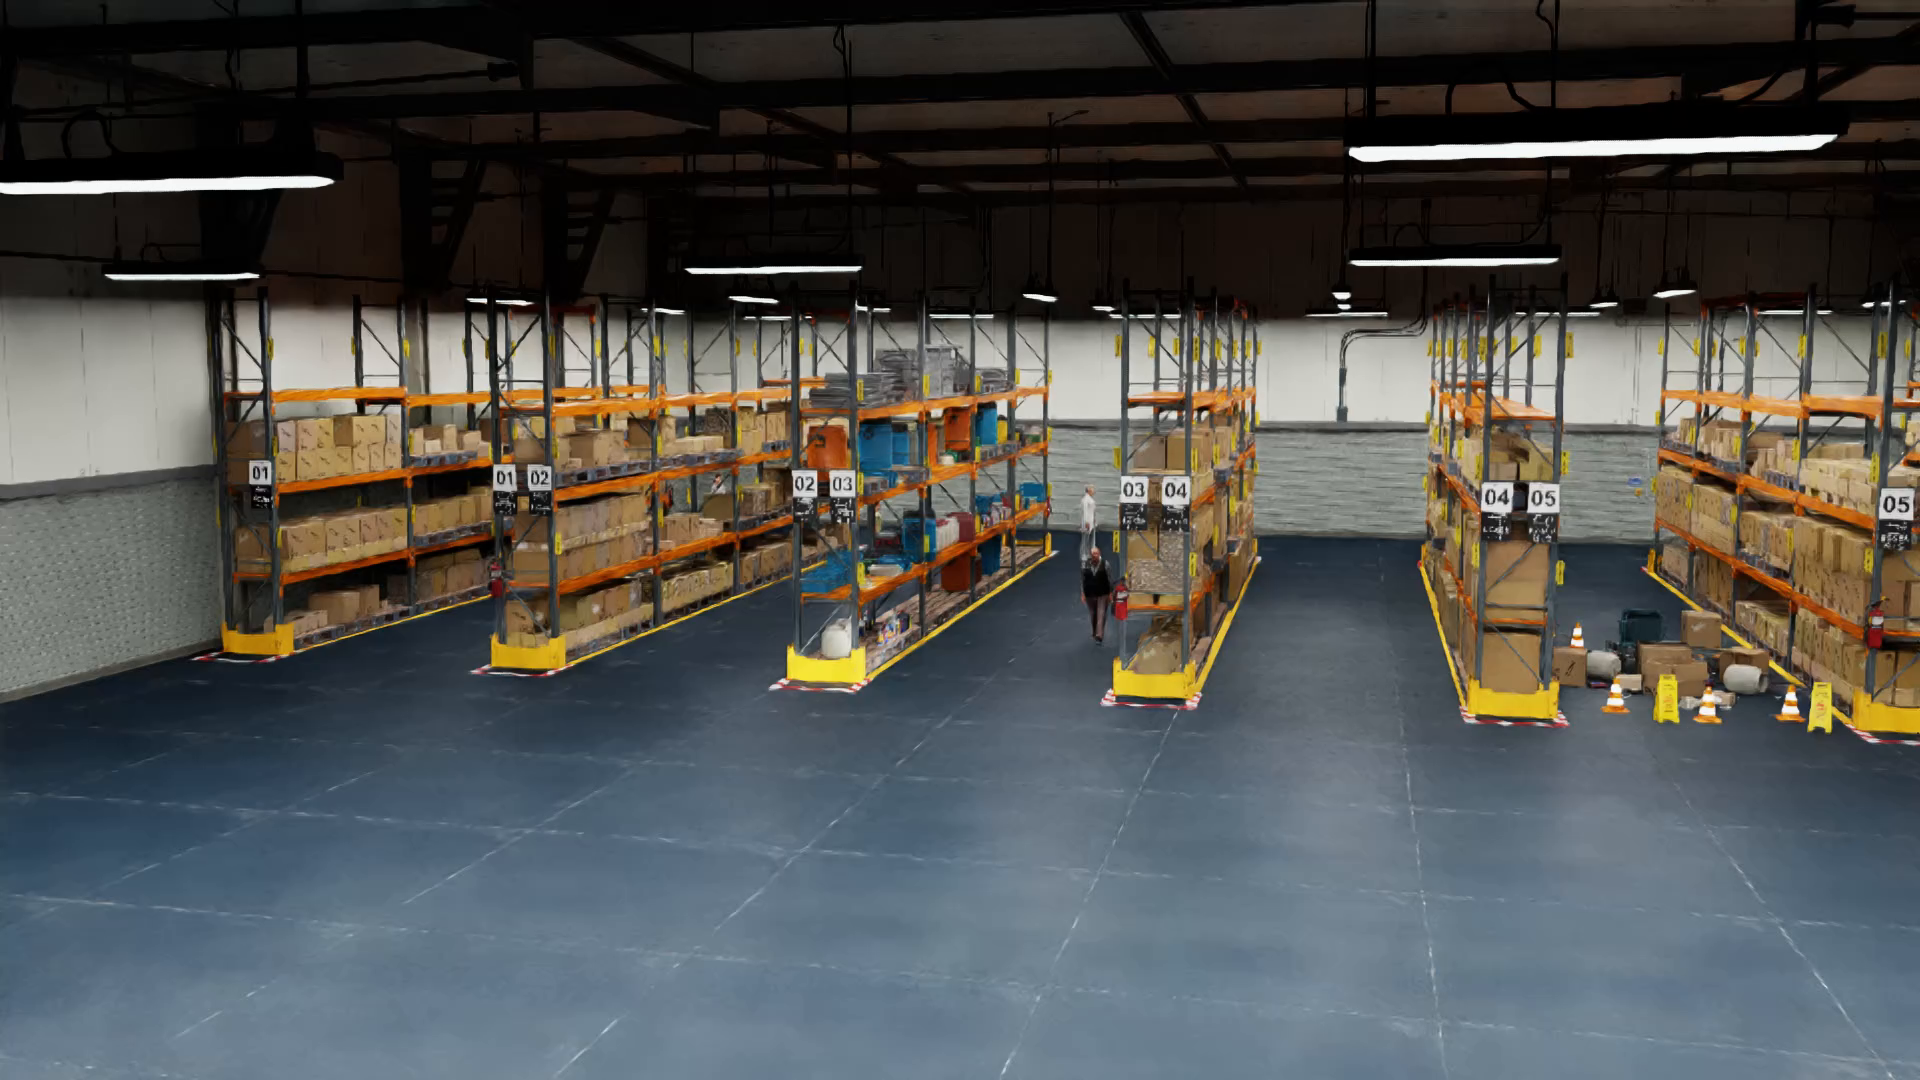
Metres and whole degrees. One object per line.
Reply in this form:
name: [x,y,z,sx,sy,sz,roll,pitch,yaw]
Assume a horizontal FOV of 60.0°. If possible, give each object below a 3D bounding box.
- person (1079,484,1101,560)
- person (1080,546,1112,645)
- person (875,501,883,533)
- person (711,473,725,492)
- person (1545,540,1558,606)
person: [3.074,-0.430,39.457,0.447,1.783,0.636,3,7,24]
person: [2.301,0.919,28.344,0.544,1.644,1.101,2,7,17]
person: [-1.856,-0.097,37.015,0.389,1.676,0.557,-1,7,-9]
person: [-6.454,-0.975,44.749,0.691,1.660,0.564,-5,8,-39]
person: [11.486,0.379,32.476,0.444,1.775,0.581,-2,7,-18]
